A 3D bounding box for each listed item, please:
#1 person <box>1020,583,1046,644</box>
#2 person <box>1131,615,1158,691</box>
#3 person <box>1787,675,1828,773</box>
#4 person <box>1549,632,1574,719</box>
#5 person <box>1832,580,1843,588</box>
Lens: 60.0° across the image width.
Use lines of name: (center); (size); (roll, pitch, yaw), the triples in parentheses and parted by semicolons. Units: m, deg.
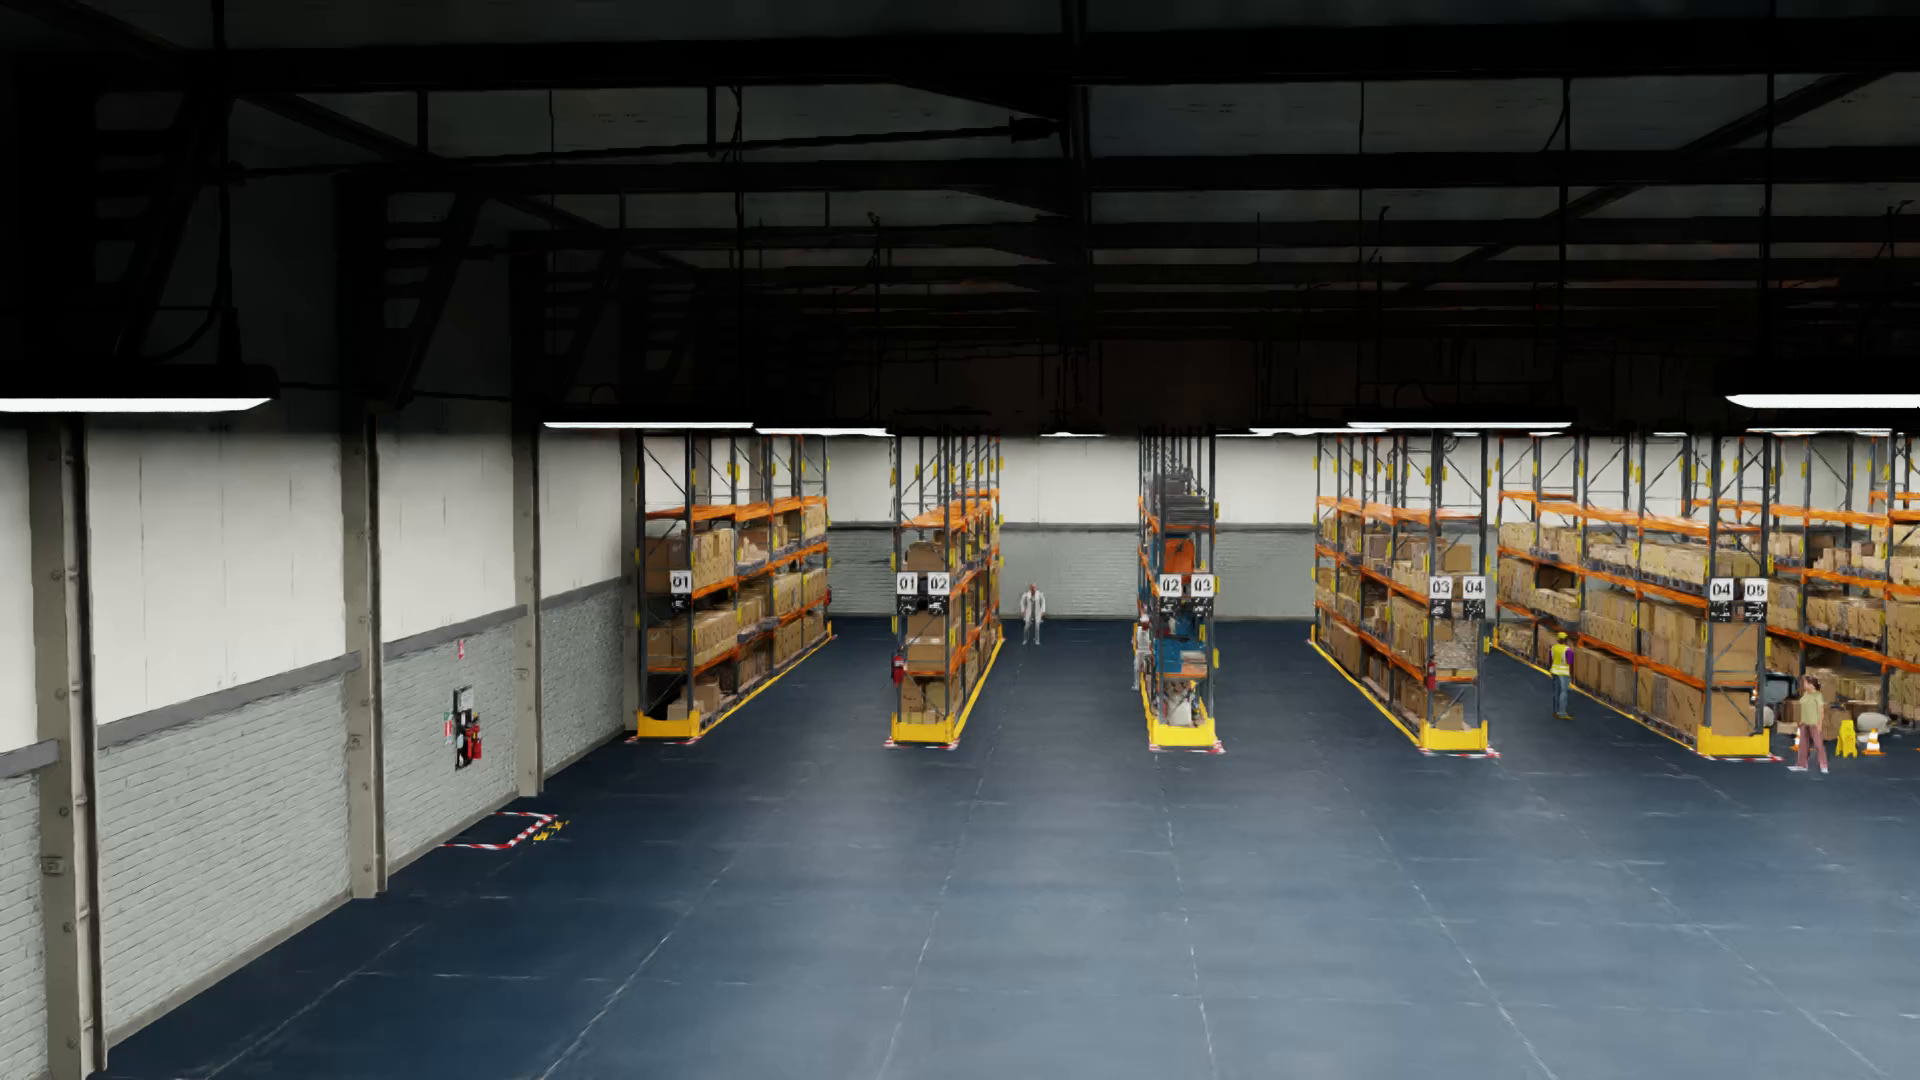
person: (2.024, 2.049, 46.260); (0.729, 1.732, 0.538); (0, 3, 3)
person: (4.251, 2.559, 37.856); (0.605, 1.738, 0.992); (2, 4, 25)
person: (14.621, 3.152, 28.531); (0.532, 1.673, 0.569); (-1, 4, -11)
person: (12.342, 2.752, 34.003); (0.447, 1.771, 0.614); (-2, 4, -26)
person: (25.934, 1.906, 49.270); (0.521, 1.625, 0.910); (2, 4, 33)
